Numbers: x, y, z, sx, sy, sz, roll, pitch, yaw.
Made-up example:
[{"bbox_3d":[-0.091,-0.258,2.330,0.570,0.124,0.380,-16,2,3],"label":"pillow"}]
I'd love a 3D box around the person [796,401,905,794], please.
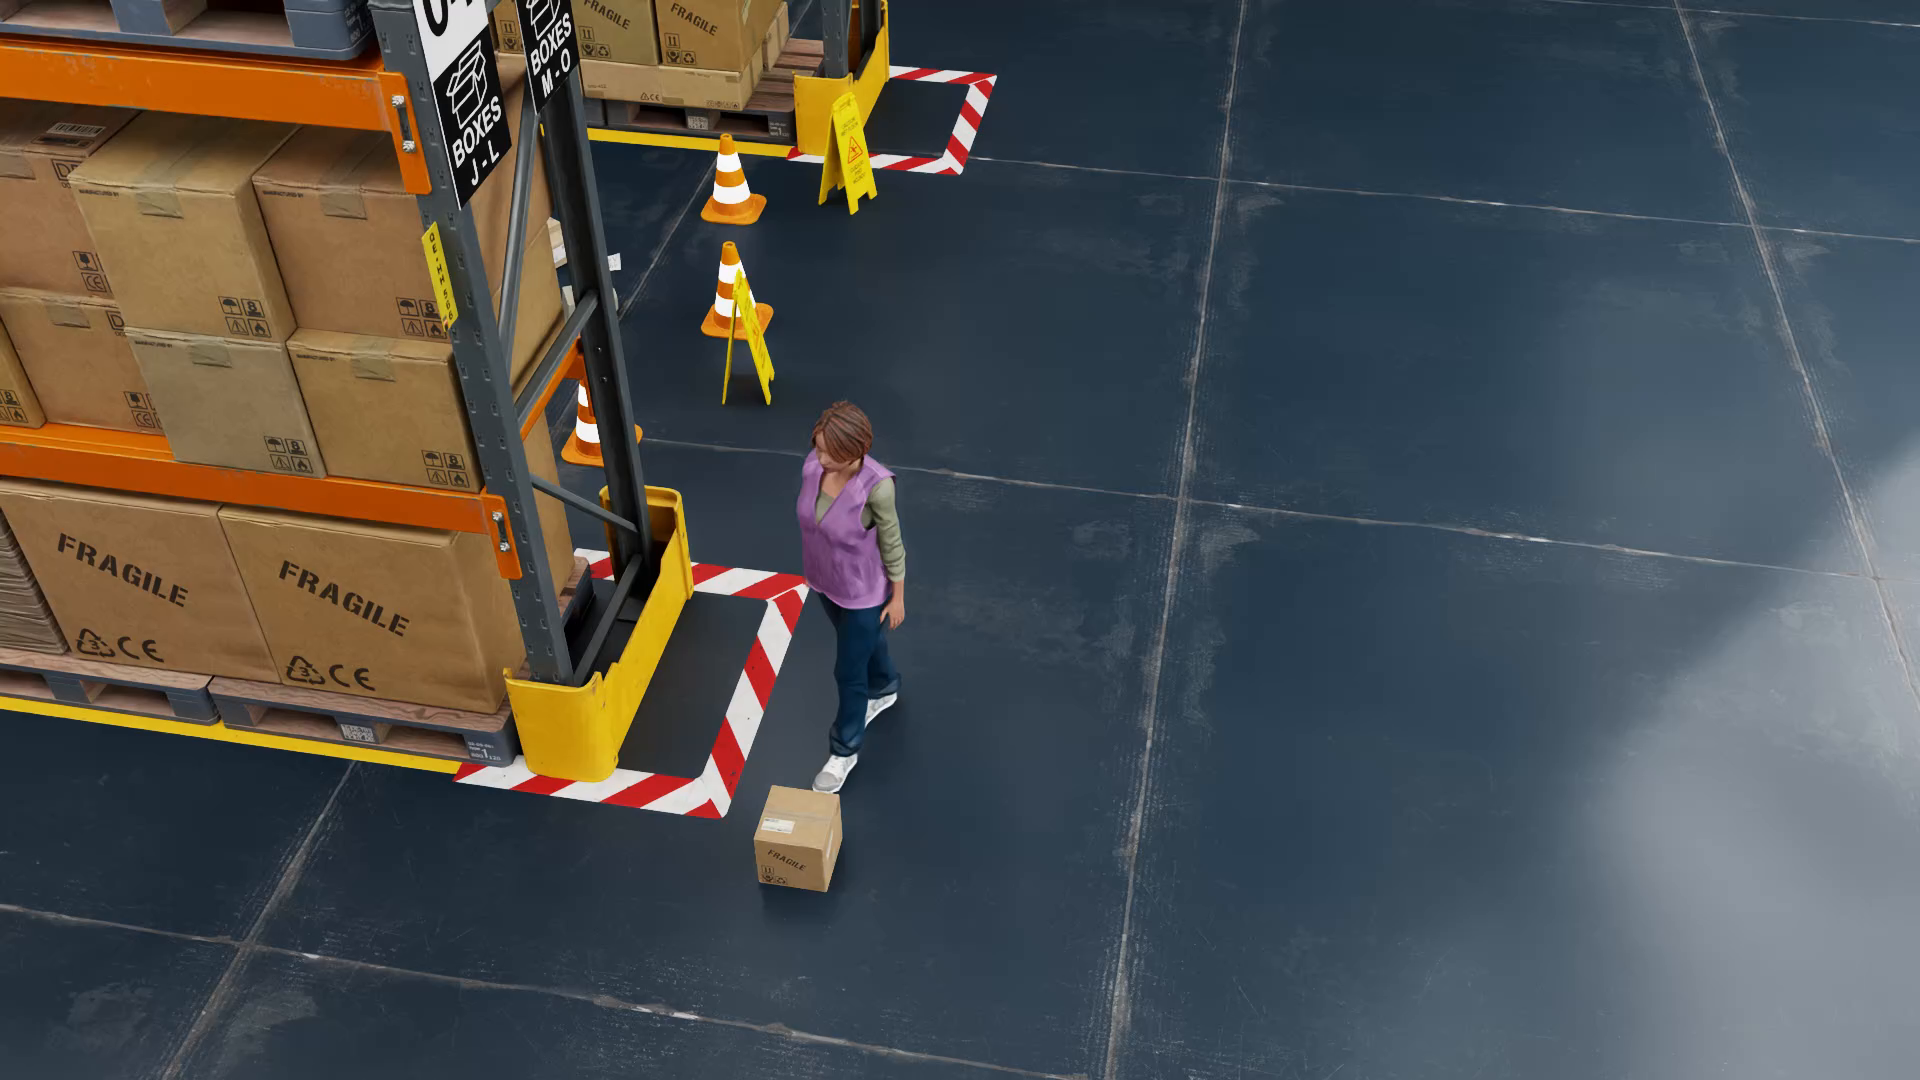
[{"bbox_3d":[-0.428,0.178,5.940,0.424,1.589,0.598,32,50,31],"label":"person"}]
